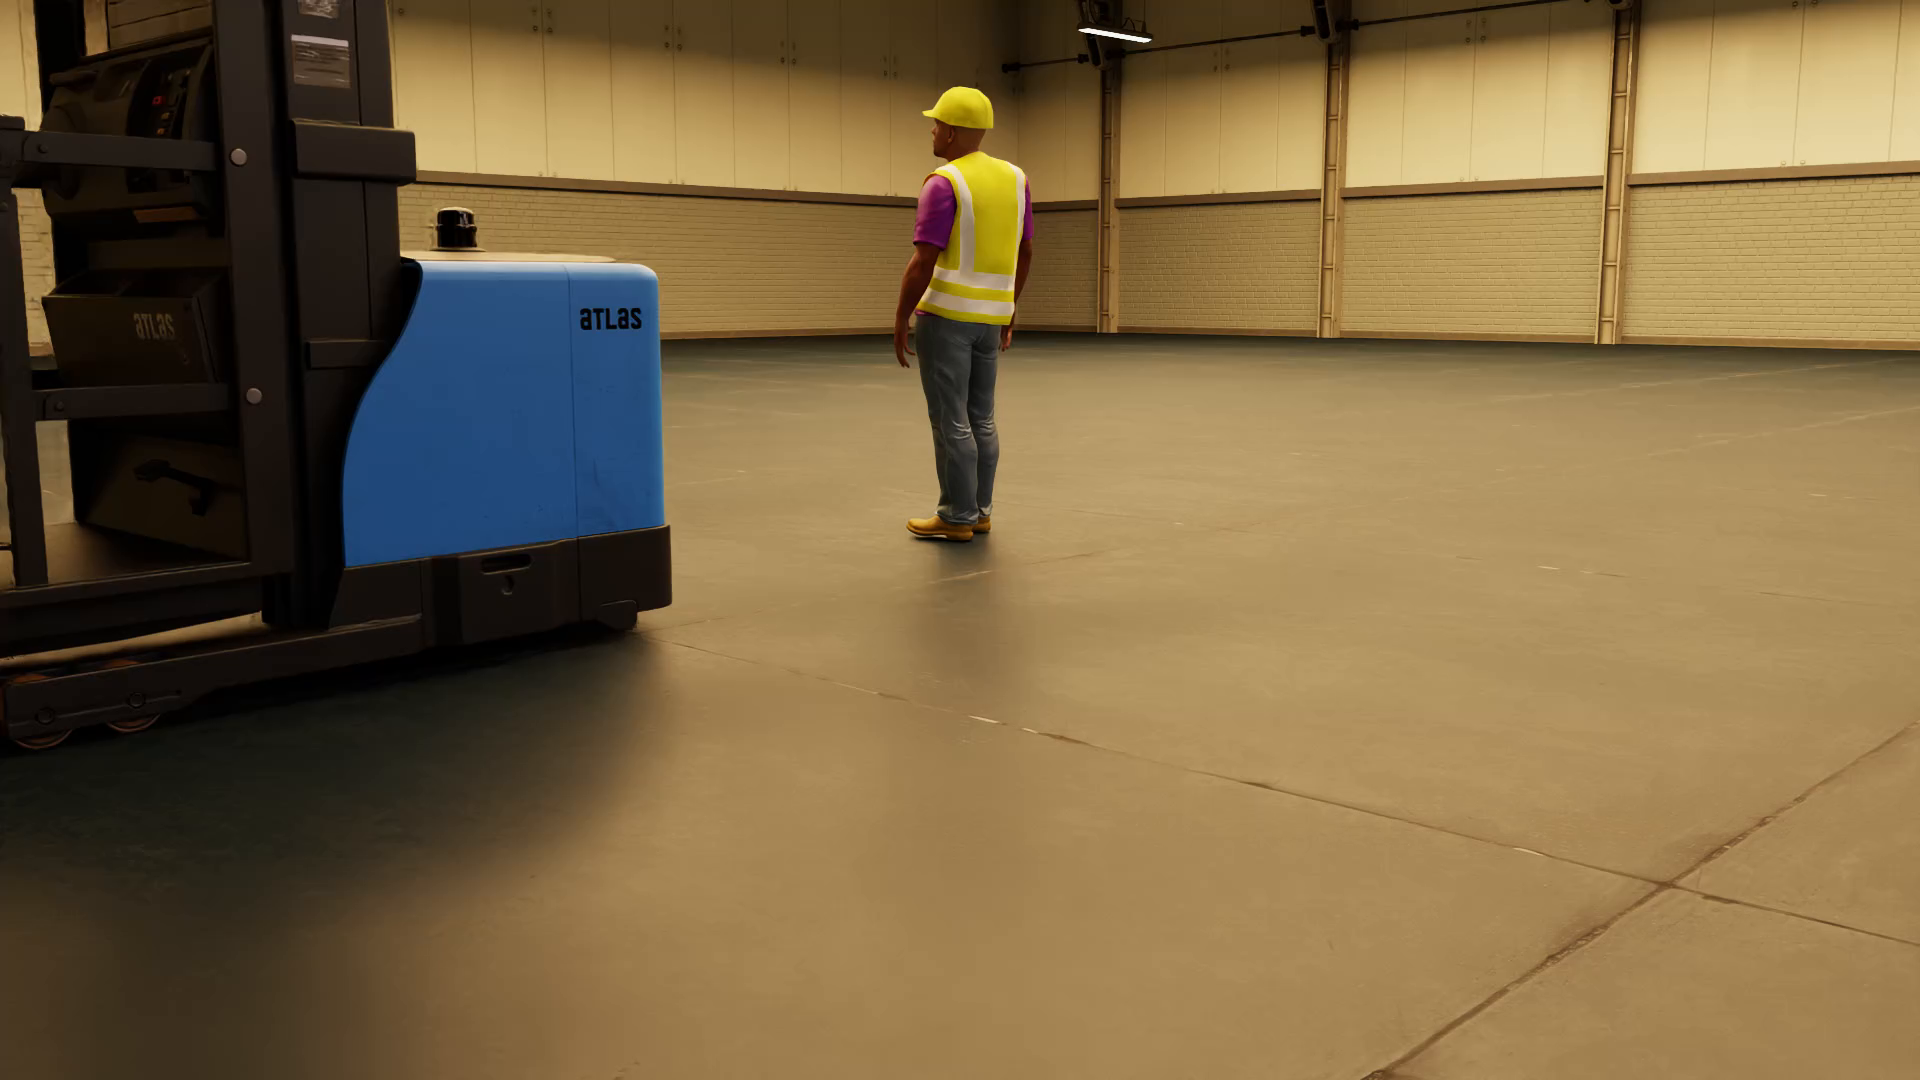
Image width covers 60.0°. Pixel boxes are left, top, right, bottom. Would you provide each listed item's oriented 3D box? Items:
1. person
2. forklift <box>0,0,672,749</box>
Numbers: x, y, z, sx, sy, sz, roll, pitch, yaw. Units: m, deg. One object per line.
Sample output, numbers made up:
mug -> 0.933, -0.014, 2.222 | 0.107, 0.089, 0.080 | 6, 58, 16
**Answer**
person -> -0.046, -0.888, 6.637 | 0.577, 1.765, 0.666 | 8, 12, 43
forklift -> -2.222, -1.073, 4.001 | 1.130, 2.935, 3.031 | 8, 11, 42
